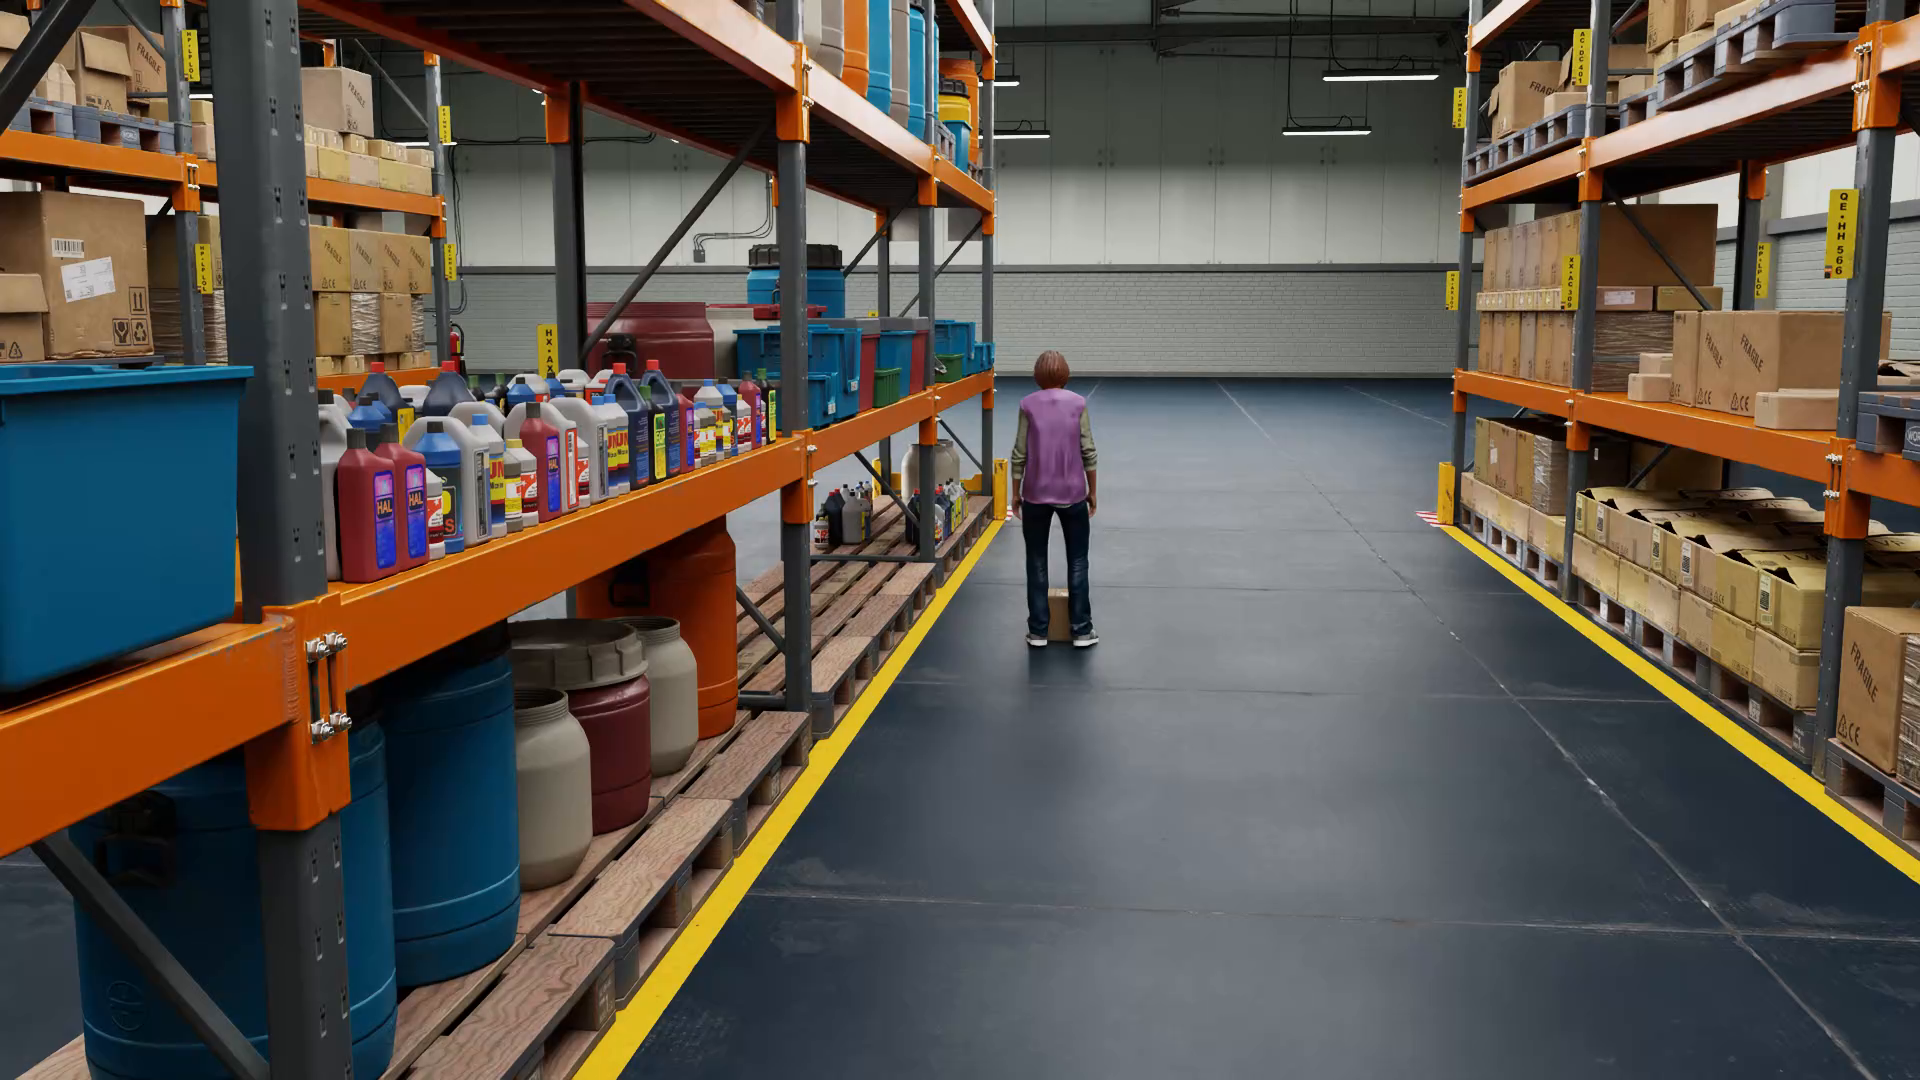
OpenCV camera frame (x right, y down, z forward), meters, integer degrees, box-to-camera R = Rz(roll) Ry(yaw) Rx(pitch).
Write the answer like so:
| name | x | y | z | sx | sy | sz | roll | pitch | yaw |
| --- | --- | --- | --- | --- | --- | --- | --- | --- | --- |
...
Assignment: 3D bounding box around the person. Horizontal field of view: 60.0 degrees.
| name | x | y | z | sx | sy | sz | roll | pitch | yaw |
| --- | --- | --- | --- | --- | --- | --- | --- | --- | --- |
| person | 0.512 | -0.218 | 8.932 | 0.485 | 1.593 | 0.343 | 0 | 8 | 3 |
